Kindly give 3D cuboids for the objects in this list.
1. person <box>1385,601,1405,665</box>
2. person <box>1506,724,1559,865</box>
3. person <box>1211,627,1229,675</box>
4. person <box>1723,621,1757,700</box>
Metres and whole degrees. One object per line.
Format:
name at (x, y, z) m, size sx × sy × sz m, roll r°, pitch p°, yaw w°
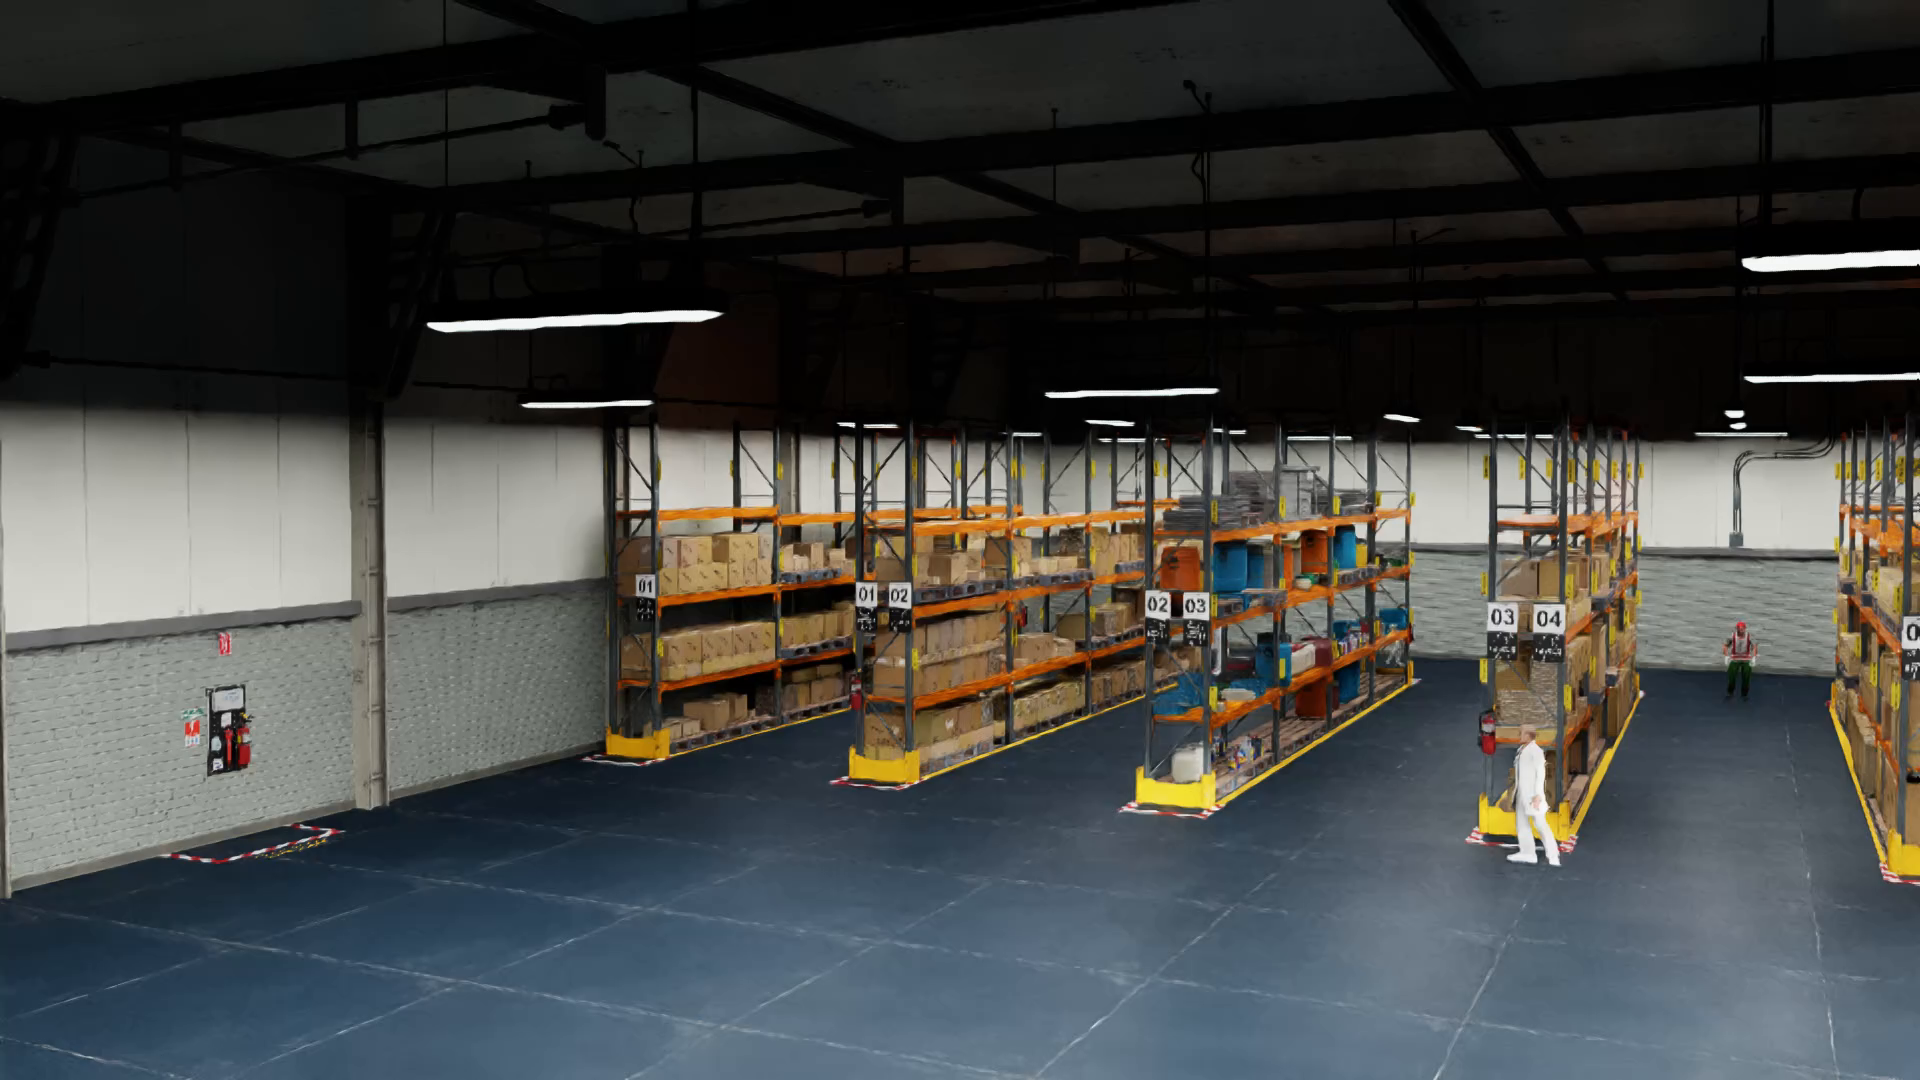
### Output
person at (11.214, 2.375, 42.527) m, size 0.641 × 1.659 × 0.454 m, roll -2°, pitch 3°, yaw -32°
person at (7.335, 3.230, 21.213) m, size 0.593 × 1.772 × 0.690 m, roll 0°, pitch 2°, yaw -4°
person at (5.935, 2.509, 38.626) m, size 0.553 × 1.709 × 1.123 m, roll 1°, pitch 3°, yaw 27°
person at (16.968, 2.619, 36.176) m, size 0.677 × 1.742 × 0.547 m, roll 1°, pitch 3°, yaw 24°
